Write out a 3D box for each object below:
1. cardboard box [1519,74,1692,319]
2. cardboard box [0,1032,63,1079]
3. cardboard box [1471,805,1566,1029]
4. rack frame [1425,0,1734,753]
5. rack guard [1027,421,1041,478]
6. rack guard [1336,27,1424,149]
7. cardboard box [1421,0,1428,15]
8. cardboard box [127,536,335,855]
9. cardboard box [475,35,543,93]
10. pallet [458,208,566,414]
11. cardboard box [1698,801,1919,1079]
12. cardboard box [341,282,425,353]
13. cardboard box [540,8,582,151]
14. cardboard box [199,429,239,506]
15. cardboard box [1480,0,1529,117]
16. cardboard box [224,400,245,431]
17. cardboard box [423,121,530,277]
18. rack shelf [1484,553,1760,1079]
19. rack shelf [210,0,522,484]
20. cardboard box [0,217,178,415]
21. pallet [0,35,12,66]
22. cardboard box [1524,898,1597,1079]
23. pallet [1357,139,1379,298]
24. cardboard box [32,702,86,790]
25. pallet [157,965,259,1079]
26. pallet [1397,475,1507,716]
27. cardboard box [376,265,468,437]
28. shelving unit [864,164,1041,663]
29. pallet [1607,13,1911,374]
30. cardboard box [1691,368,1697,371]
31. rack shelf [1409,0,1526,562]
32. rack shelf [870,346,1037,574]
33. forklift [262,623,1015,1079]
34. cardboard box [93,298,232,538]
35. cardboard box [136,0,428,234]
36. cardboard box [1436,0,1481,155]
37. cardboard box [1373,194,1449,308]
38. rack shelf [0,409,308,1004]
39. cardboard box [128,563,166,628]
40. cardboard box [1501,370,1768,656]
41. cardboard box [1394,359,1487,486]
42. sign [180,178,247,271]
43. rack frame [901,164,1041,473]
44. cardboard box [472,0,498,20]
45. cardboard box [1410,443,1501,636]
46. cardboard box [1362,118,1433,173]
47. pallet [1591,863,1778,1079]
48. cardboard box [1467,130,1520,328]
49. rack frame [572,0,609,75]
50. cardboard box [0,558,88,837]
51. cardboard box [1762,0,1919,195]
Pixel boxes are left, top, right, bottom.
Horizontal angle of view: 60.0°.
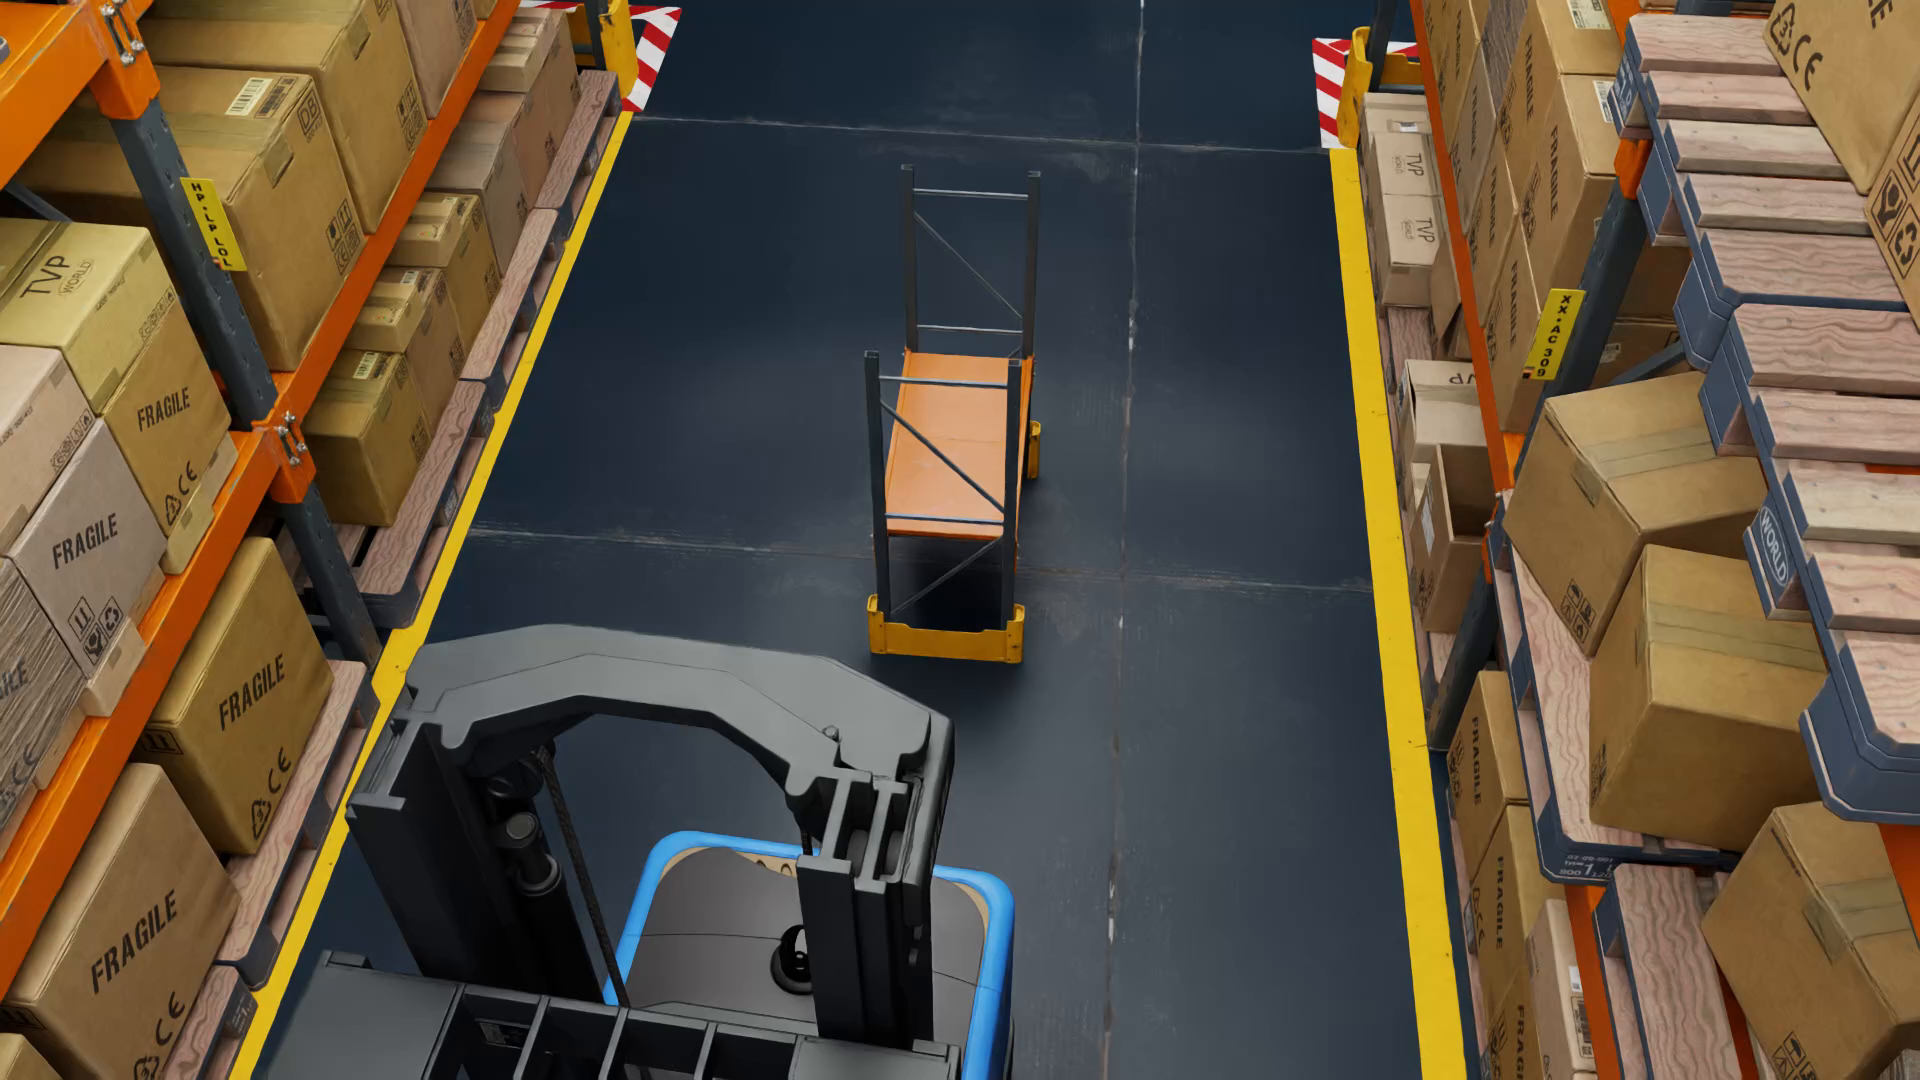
[{"bbox_3d":[2.002,-1.013,4.924,0.500,0.500,0.500,4,48,4],"label":"cardboard box"},{"bbox_3d":[-2.801,1.765,4.301,0.750,0.750,0.750,4,48,3],"label":"cardboard box"},{"bbox_3d":[1.889,1.174,5.065,0.500,0.500,0.500,4,48,4],"label":"cardboard box"},{"bbox_3d":[2.213,-0.253,4.974,1.000,3.000,0.127,4,48,4],"label":"rack frame"},{"bbox_3d":[0.038,-0.394,6.967,0.587,0.250,0.087,4,48,4],"label":"rack guard"},{"bbox_3d":[2.571,-2.293,8.534,1.175,0.500,0.348,4,48,4],"label":"rack guard"},{"bbox_3d":[2.233,-2.538,6.997,0.500,0.500,0.500,3,48,3],"label":"cardboard box"},{"bbox_3d":[-2.650,0.487,5.470,0.750,0.750,0.750,4,48,4],"label":"cardboard box"},{"bbox_3d":[-2.173,-2.224,7.747,0.380,0.149,0.250,5,48,5],"label":"cardboard box"},{"bbox_3d":[-2.464,-1.095,7.634,1.003,0.211,1.213,4,48,4],"label":"pallet"},{"bbox_3d":[2.114,0.874,3.591,0.700,0.500,0.500,-7,48,-6],"label":"cardboard box"},{"bbox_3d":[-2.337,-0.882,6.520,0.380,0.149,0.250,5,48,5],"label":"cardboard box"},{"bbox_3d":[-2.320,-2.300,8.256,0.700,0.500,0.500,4,48,4],"label":"cardboard box"},{"bbox_3d":[-2.469,-0.238,5.117,0.380,0.149,0.250,4,48,4],"label":"cardboard box"},{"bbox_3d":[2.092,-1.760,5.608,0.500,0.500,0.500,4,48,4],"label":"cardboard box"},{"bbox_3d":[-2.761,-0.550,6.216,0.380,0.149,0.250,4,48,3],"label":"cardboard box"},{"bbox_3d":[-2.410,-1.562,7.581,0.700,0.500,0.500,2,48,2],"label":"cardboard box"},{"bbox_3d":[2.031,1.460,3.896,1.077,0.370,4.000,4,48,4],"label":"rack shelf"},{"bbox_3d":[-2.538,-1.810,6.886,1.077,0.370,4.000,4,48,4],"label":"rack shelf"},{"bbox_3d":[-2.508,-0.617,4.516,0.500,0.250,0.500,5,48,4],"label":"cardboard box"},{"bbox_3d":[-2.755,-0.854,3.621,0.805,0.209,1.217,2,48,2],"label":"pallet"},{"bbox_3d":[1.835,1.263,4.476,0.500,0.250,0.500,4,48,4],"label":"cardboard box"},{"bbox_3d":[2.499,-1.609,8.105,1.003,0.211,1.213,4,48,4],"label":"pallet"},{"bbox_3d":[-2.591,0.510,4.434,0.380,0.149,0.250,4,48,4],"label":"cardboard box"},{"bbox_3d":[-2.824,1.829,4.960,1.003,0.211,1.213,4,48,4],"label":"pallet"},{"bbox_3d":[2.277,0.184,6.465,1.003,0.211,1.213,4,48,4],"label":"pallet"},{"bbox_3d":[-2.501,-0.793,6.878,0.700,0.500,0.500,3,48,3],"label":"cardboard box"},{"bbox_3d":[-0.007,-0.450,6.171,0.587,1.500,1.083,4,48,4],"label":"shelving unit"},{"bbox_3d":[2.084,-0.727,3.503,1.213,0.211,1.003,4,48,4],"label":"pallet"},{"bbox_3d":[2.531,-0.643,5.263,0.500,0.500,0.500,5,48,5],"label":"cardboard box"},{"bbox_3d":[2.396,-1.480,6.584,1.077,0.370,4.000,4,48,4],"label":"rack shelf"},{"bbox_3d":[-0.008,-0.322,6.298,0.538,0.185,1.000,4,48,4],"label":"rack shelf"},{"bbox_3d":[-0.581,1.662,3.269,1.130,2.935,3.031,7,48,6],"label":"forklift"},{"bbox_3d":[-2.511,-0.368,4.797,0.500,0.500,0.500,3,48,3],"label":"cardboard box"},{"bbox_3d":[-2.582,-1.618,6.020,0.980,0.700,0.700,3,48,3],"label":"cardboard box"},{"bbox_3d":[2.137,-1.802,6.324,0.500,0.500,0.500,4,48,4],"label":"cardboard box"},{"bbox_3d":[2.155,-1.297,7.495,0.500,0.250,0.500,4,48,4],"label":"cardboard box"},{"bbox_3d":[-2.902,1.129,4.198,1.077,0.370,4.000,4,48,4],"label":"rack shelf"},{"bbox_3d":[-2.537,0.137,4.775,0.380,0.149,0.250,5,48,5],"label":"cardboard box"},{"bbox_3d":[1.947,-0.095,4.478,0.700,0.500,0.500,-11,48,-10],"label":"cardboard box"},{"bbox_3d":[2.051,-0.483,6.709,0.500,0.311,0.500,4,48,4],"label":"cardboard box"},{"bbox_3d":[-2.179,-0.918,4.852,0.100,0.325,0.005,4,48,4],"label":"sign"},{"bbox_3d":[0.039,-0.817,6.507,0.500,1.500,0.032,4,48,4],"label":"rack frame"},{"bbox_3d":[-2.447,-2.713,7.021,0.980,0.700,0.700,4,48,3],"label":"cardboard box"},{"bbox_3d":[1.983,0.005,6.135,0.500,0.500,0.500,4,48,4],"label":"cardboard box"},{"bbox_3d":[2.175,-1.916,8.118,0.380,0.166,0.250,4,48,4],"label":"cardboard box"},{"bbox_3d":[2.021,1.322,3.664,1.003,0.211,1.213,4,48,4],"label":"pallet"},{"bbox_3d":[2.049,-1.050,5.636,0.500,0.500,0.500,5,48,5],"label":"cardboard box"},{"bbox_3d":[-2.356,-3.523,7.965,1.000,3.000,0.127,4,48,4],"label":"rack frame"},{"bbox_3d":[-2.602,0.376,4.116,0.500,0.500,0.500,4,48,4],"label":"cardboard box"},{"bbox_3d":[2.094,-1.109,3.305,0.600,0.600,0.600,0,48,0],"label":"cardboard box"}]
